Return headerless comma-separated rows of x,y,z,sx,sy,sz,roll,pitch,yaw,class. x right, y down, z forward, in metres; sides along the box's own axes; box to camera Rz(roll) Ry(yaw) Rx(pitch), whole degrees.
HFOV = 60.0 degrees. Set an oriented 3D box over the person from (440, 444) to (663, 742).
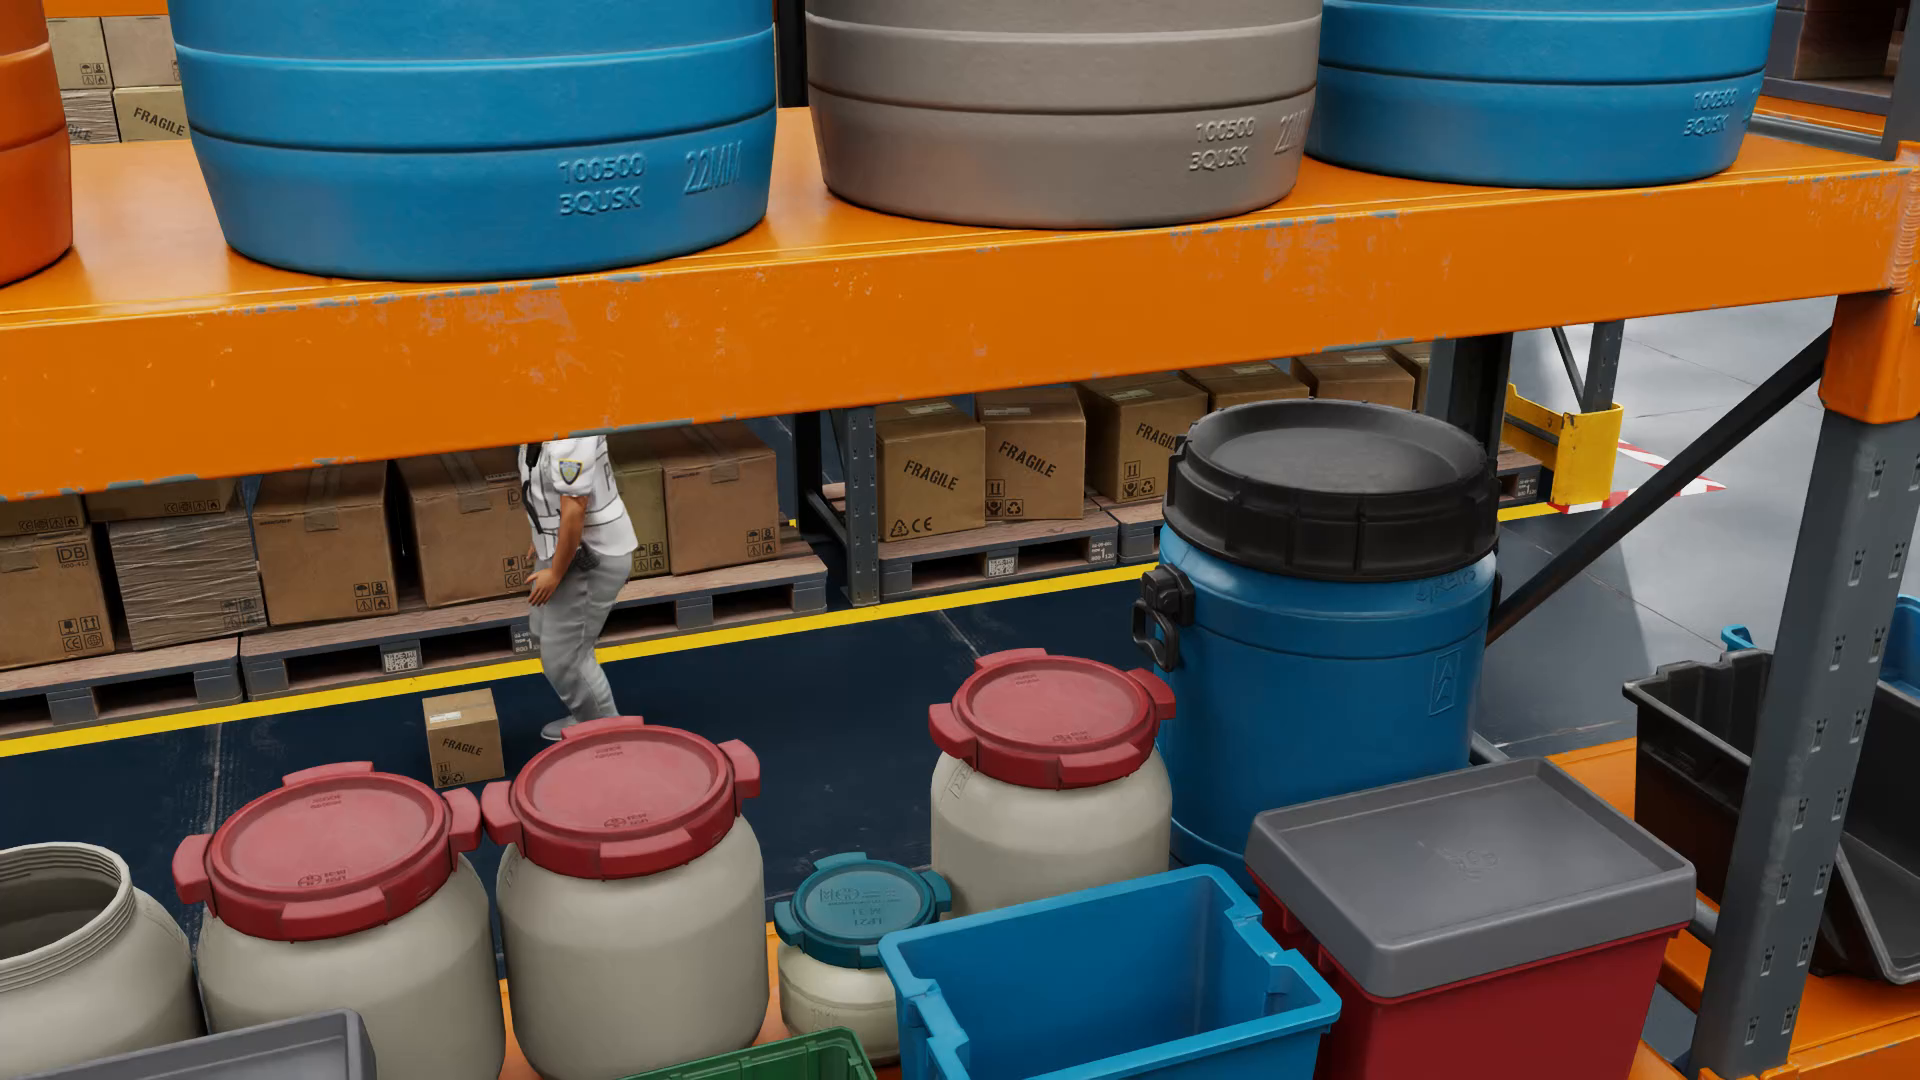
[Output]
-1.454,0.192,6.052,0.745,1.351,0.528,-8,24,-19,person
